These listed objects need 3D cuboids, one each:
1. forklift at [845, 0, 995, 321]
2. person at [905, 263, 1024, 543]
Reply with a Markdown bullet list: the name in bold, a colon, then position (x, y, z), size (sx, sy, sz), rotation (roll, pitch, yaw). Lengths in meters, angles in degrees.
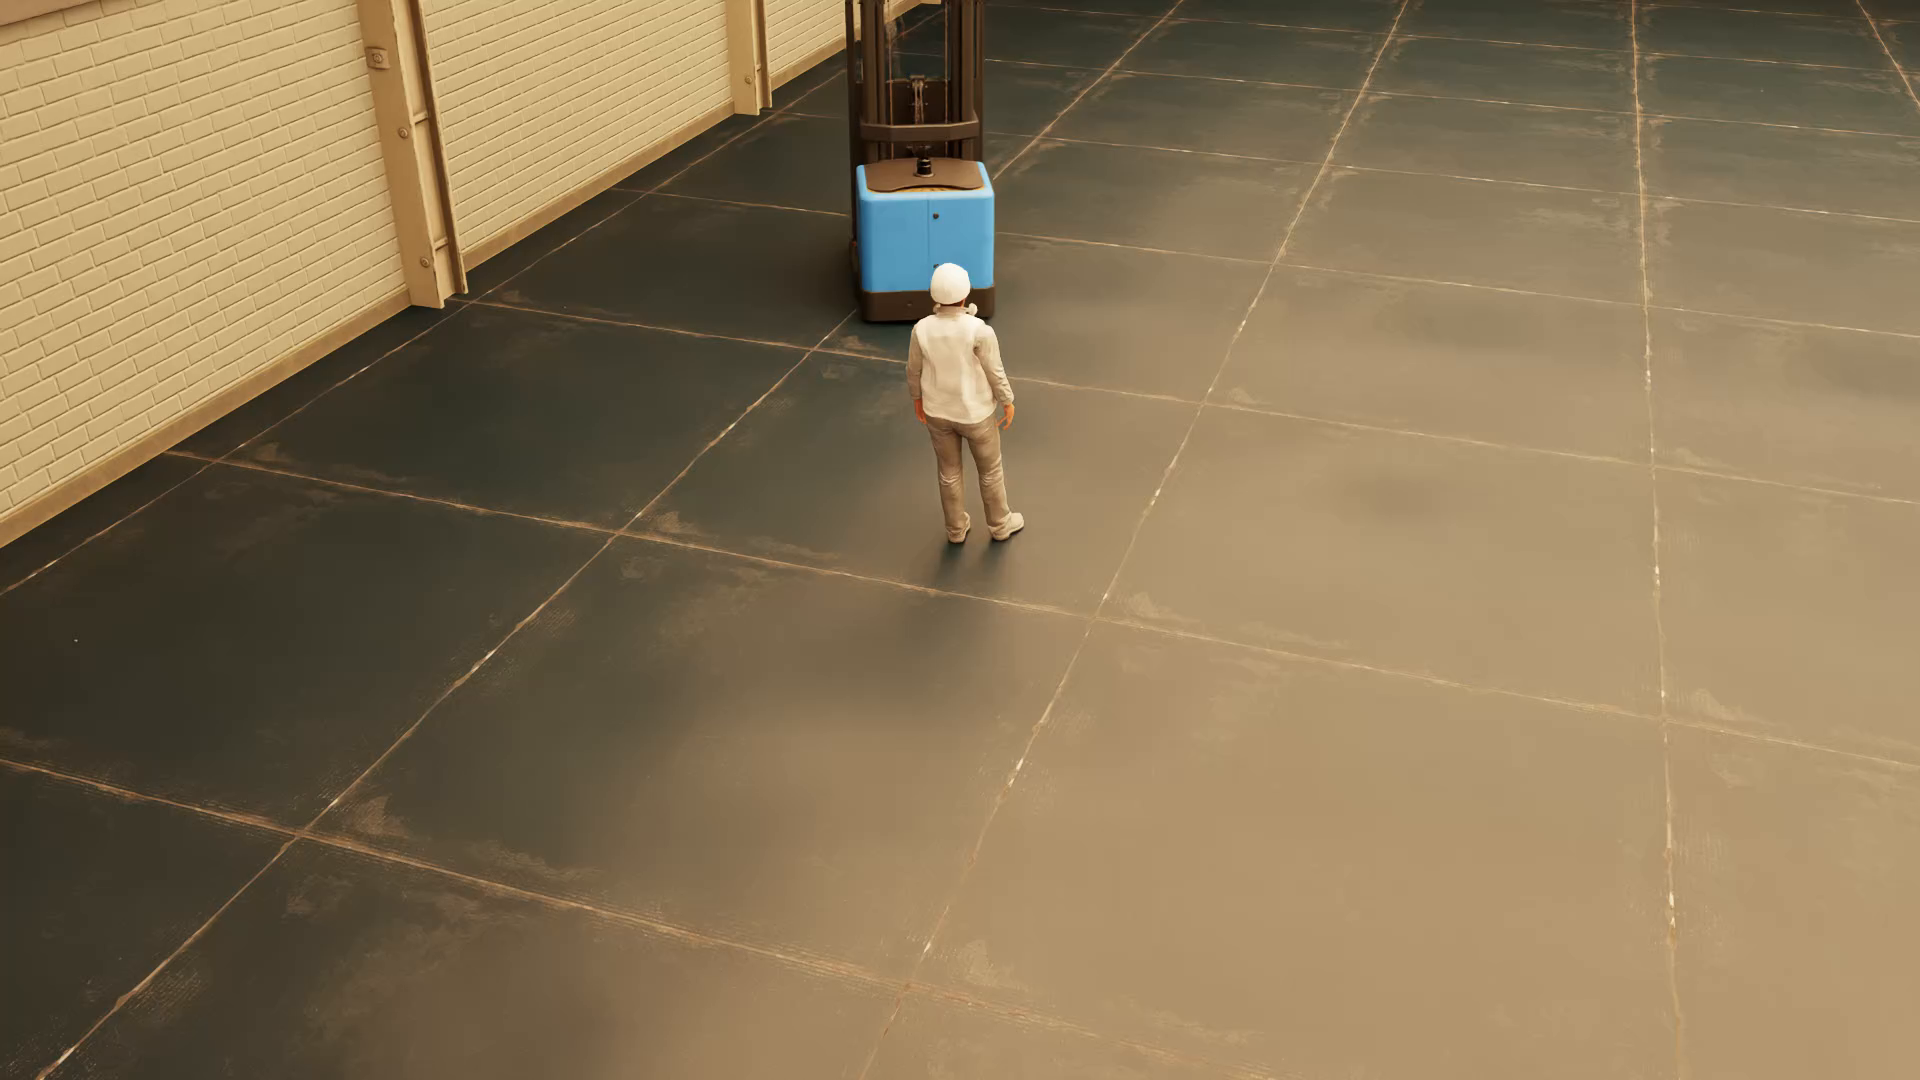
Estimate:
- **forklift**: position (-0.381, -3.677, 13.587), size (1.130, 2.935, 3.031), rotation (-3, 30, -5)
- **person**: position (0.028, -0.805, 9.701), size (0.632, 1.773, 0.568), rotation (10, 31, 16)
